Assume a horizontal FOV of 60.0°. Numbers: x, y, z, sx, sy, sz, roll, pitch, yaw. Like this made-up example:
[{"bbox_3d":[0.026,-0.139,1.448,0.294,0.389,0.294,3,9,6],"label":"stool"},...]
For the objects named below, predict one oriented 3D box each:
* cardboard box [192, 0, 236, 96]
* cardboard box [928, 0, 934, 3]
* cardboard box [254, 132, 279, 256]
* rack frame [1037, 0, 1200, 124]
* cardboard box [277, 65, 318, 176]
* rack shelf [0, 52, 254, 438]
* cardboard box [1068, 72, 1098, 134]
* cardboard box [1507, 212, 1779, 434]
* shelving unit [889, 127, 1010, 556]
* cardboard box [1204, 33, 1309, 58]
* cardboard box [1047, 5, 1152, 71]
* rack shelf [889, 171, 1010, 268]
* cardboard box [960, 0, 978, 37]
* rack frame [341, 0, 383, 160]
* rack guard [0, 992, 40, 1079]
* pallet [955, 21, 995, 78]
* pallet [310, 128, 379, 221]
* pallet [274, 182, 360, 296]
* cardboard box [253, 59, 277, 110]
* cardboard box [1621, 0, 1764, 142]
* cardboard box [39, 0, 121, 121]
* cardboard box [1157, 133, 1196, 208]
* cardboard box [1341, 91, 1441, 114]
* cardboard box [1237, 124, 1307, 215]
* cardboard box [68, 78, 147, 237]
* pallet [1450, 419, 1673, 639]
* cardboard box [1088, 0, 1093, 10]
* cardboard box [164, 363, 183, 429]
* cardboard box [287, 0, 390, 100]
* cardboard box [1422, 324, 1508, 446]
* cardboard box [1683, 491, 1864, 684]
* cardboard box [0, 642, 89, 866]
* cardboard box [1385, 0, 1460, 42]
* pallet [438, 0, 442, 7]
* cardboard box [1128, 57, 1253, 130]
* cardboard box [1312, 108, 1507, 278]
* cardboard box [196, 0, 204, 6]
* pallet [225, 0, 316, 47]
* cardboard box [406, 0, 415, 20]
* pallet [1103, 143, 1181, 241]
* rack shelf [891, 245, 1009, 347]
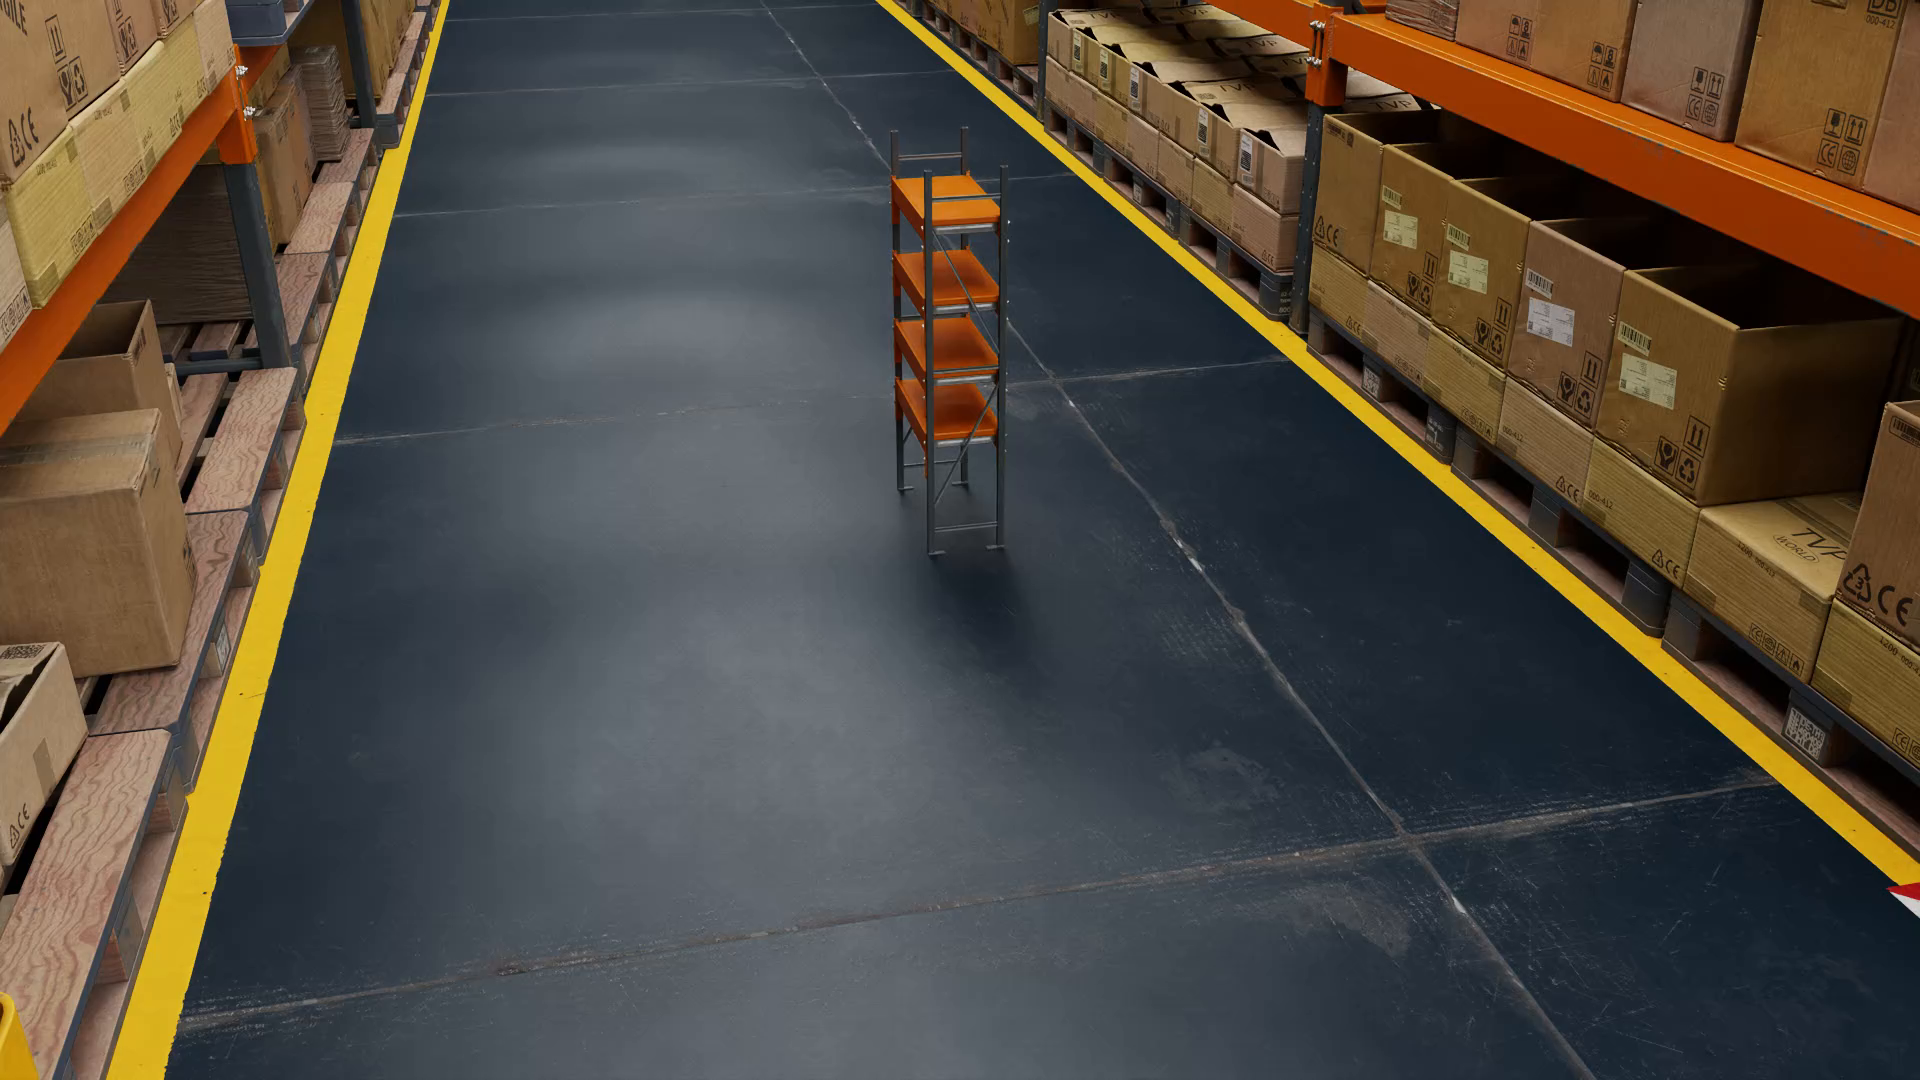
[{"bbox_3d":[-2.537,-1.522,5.080,0.500,0.250,0.500,-6,27,-11],"label":"cardboard box"},{"bbox_3d":[-0.045,-4.617,13.354,0.500,0.500,0.500,-7,28,-14],"label":"cardboard box"},{"bbox_3d":[-3.286,-1.380,6.942,0.700,0.500,0.500,-6,27,-13],"label":"cardboard box"},{"bbox_3d":[0.985,-4.017,9.880,1.000,3.000,0.127,-6,27,-12],"label":"rack frame"},{"bbox_3d":[-3.624,-2.044,8.258,0.700,0.500,0.500,-6,27,-12],"label":"cardboard box"},{"bbox_3d":[-2.488,-0.558,3.824,1.077,0.370,4.000,-6,27,-12],"label":"rack shelf"},{"bbox_3d":[0.931,-2.497,9.454,0.500,0.250,0.500,-7,28,-13],"label":"cardboard box"},{"bbox_3d":[2.026,-0.662,4.987,0.500,0.500,0.500,-6,27,-12],"label":"cardboard box"},{"bbox_3d":[-0.037,-0.608,5.124,0.258,1.200,0.503,-6,27,-12],"label":"shelving unit"},{"bbox_3d":[1.578,-2.573,8.983,0.500,0.311,0.500,-6,27,-12],"label":"cardboard box"},{"bbox_3d":[0.817,-2.968,9.764,0.500,0.311,0.500,-5,27,-10],"label":"cardboard box"},{"bbox_3d":[-0.037,-0.959,4.947,0.258,0.148,0.480,-6,27,-12],"label":"rack shelf"},{"bbox_3d":[0.305,-3.942,12.016,0.500,0.500,0.500,-7,28,-14],"label":"cardboard box"},{"bbox_3d":[-3.840,-3.513,8.881,1.000,3.000,0.127,-6,27,-12],"label":"rack frame"},{"bbox_3d":[-2.054,1.082,2.552,1.175,0.500,0.348,-6,27,-12],"label":"rack guard"},{"bbox_3d":[0.582,-3.639,12.225,1.003,0.211,1.213,-6,27,-12],"label":"pallet"},{"bbox_3d":[-3.666,-1.925,8.829,1.003,0.211,1.213,-6,27,-12],"label":"pallet"},{"bbox_3d":[-3.394,-1.390,7.770,1.003,0.211,1.213,-6,27,-12],"label":"pallet"},{"bbox_3d":[-3.439,-2.135,7.605,0.500,0.250,0.500,-6,27,-12],"label":"cardboard box"},{"bbox_3d":[2.344,-1.436,4.654,0.700,0.500,0.500,-5,27,-10],"label":"cardboard box"},{"bbox_3d":[-2.192,-1.188,3.588,0.500,0.500,0.500,-5,27,-10],"label":"cardboard box"},{"bbox_3d":[1.283,-1.821,8.114,0.500,0.250,0.500,-5,27,-10],"label":"cardboard box"},{"bbox_3d":[1.928,-1.899,7.646,0.500,0.311,0.500,-6,27,-12],"label":"cardboard box"},{"bbox_3d":[1.516,-1.620,7.095,0.500,0.311,0.500,-6,27,-12],"label":"cardboard box"},{"bbox_3d":[-2.190,-0.862,3.773,0.500,0.250,0.500,-6,27,-11],"label":"cardboard box"},{"bbox_3d":[2.303,-0.127,5.266,1.003,0.211,1.213,-6,27,-12],"label":"pallet"},{"bbox_3d":[1.038,-3.556,11.252,0.500,0.500,0.500,-7,28,-13],"label":"cardboard box"},{"bbox_3d":[-2.789,-0.456,5.482,0.380,0.166,0.250,-10,28,-18],"label":"cardboard box"},{"bbox_3d":[-3.878,-3.077,9.936,0.750,0.750,0.750,-6,27,-12],"label":"cardboard box"},{"bbox_3d":[1.911,-0.547,5.590,0.500,0.250,0.500,-6,27,-12],"label":"cardboard box"},{"bbox_3d":[2.255,0.111,4.287,0.500,0.250,0.500,-6,27,-12],"label":"cardboard box"},{"bbox_3d":[-2.234,0.440,3.545,0.500,0.311,0.500,-4,27,-7],"label":"cardboard box"},{"bbox_3d":[1.993,-2.112,5.994,0.700,0.500,0.500,-7,28,-13],"label":"cardboard box"},{"bbox_3d":[-5.115,-4.902,14.728,1.003,0.211,1.213,-6,27,-12],"label":"pallet"},{"bbox_3d":[1.173,-2.288,8.418,0.500,0.311,0.500,-6,27,-12],"label":"cardboard box"},{"bbox_3d":[1.686,-1.321,6.291,0.500,0.500,0.500,-6,27,-12],"label":"cardboard box"},{"bbox_3d":[-2.531,-1.857,4.913,0.500,0.500,0.500,-6,27,-12],"label":"cardboard box"},{"bbox_3d":[-2.969,-2.021,6.139,1.003,0.211,1.213,-6,27,-12],"label":"pallet"},{"bbox_3d":[-4.469,-4.224,12.210,0.750,0.750,0.750,-6,27,-11],"label":"cardboard box"},{"bbox_3d":[1.404,-1.873,8.726,1.003,0.211,1.213,-6,27,-12],"label":"pallet"},{"bbox_3d":[-0.037,-0.748,5.053,0.258,0.148,0.480,-6,27,-12],"label":"rack shelf"}]
